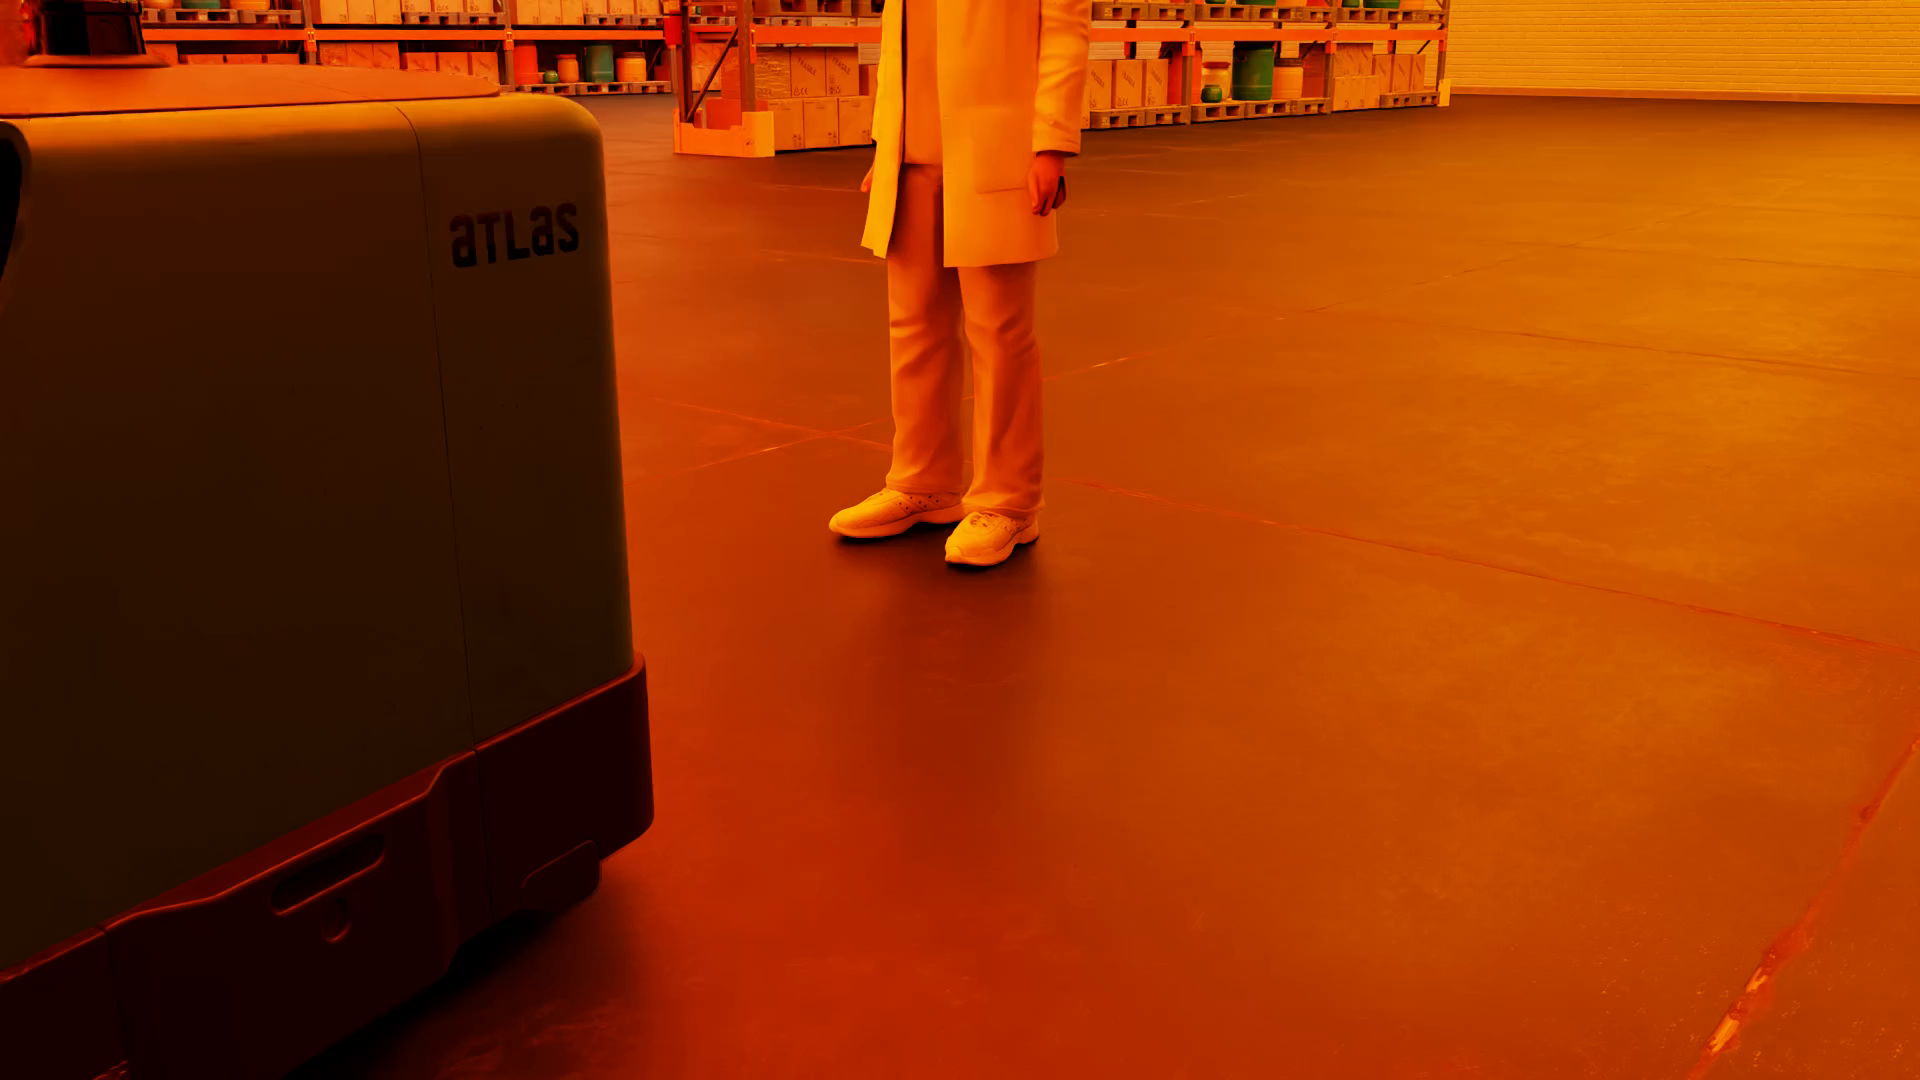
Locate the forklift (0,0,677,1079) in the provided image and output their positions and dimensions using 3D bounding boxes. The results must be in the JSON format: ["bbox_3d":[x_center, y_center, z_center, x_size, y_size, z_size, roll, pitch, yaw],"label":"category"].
[{"bbox_3d":[-1.587,-0.651,1.042,1.130,2.935,3.031,10,19,29],"label":"forklift"}]

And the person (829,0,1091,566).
[{"bbox_3d":[-0.005,-0.846,3.663,0.551,1.782,0.389,13,21,37],"label":"person"}]
